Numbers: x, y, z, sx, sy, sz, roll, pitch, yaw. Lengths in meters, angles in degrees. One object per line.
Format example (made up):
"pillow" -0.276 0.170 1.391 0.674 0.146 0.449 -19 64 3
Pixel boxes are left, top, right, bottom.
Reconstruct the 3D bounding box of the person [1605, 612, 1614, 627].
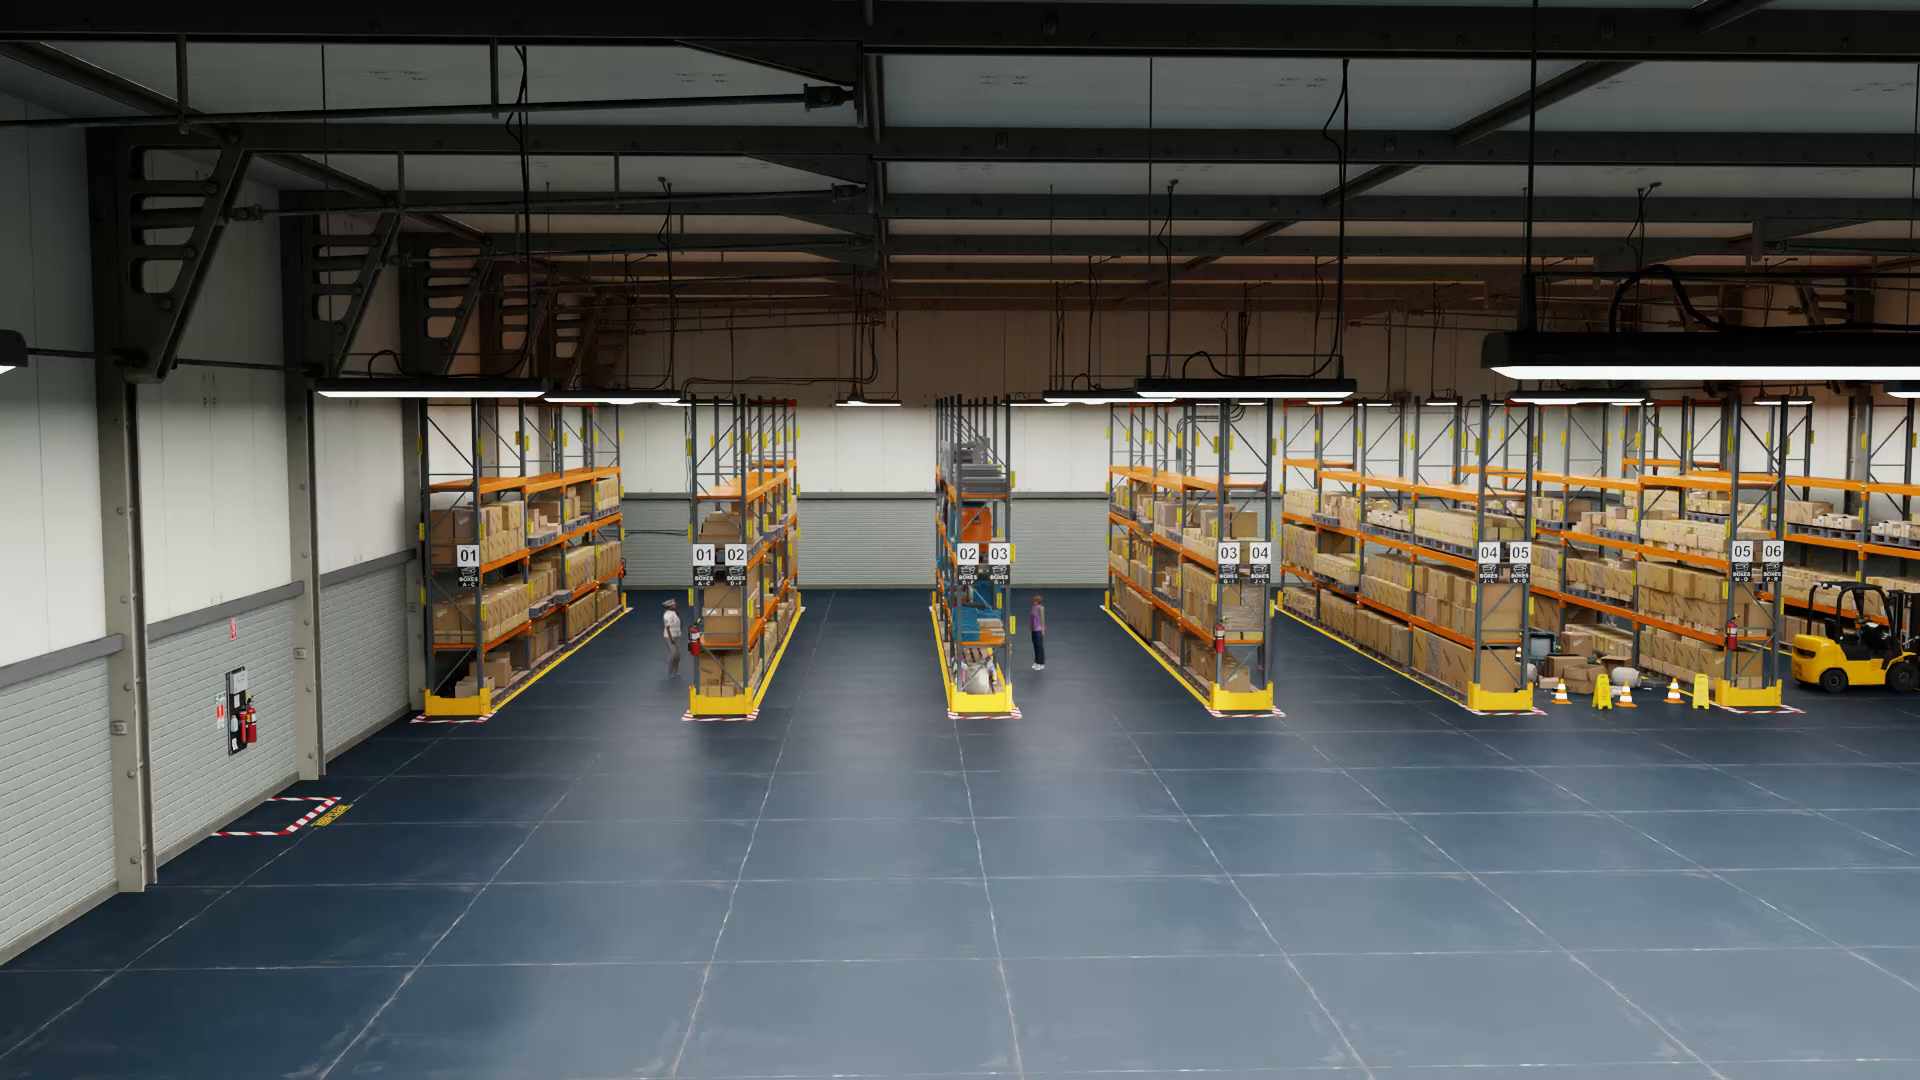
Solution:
"person" 16.924 1.458 43.514 0.467 1.671 0.497 -3 5 -31

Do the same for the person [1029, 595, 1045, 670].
"person" 1.681 2.014 36.447 0.374 1.612 0.496 -2 5 -28

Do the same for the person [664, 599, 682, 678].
"person" -6.136 2.123 35.632 0.412 1.752 0.470 3 5 30

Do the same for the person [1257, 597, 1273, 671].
"person" 6.673 2.029 36.471 0.374 1.661 0.453 -3 6 -37
